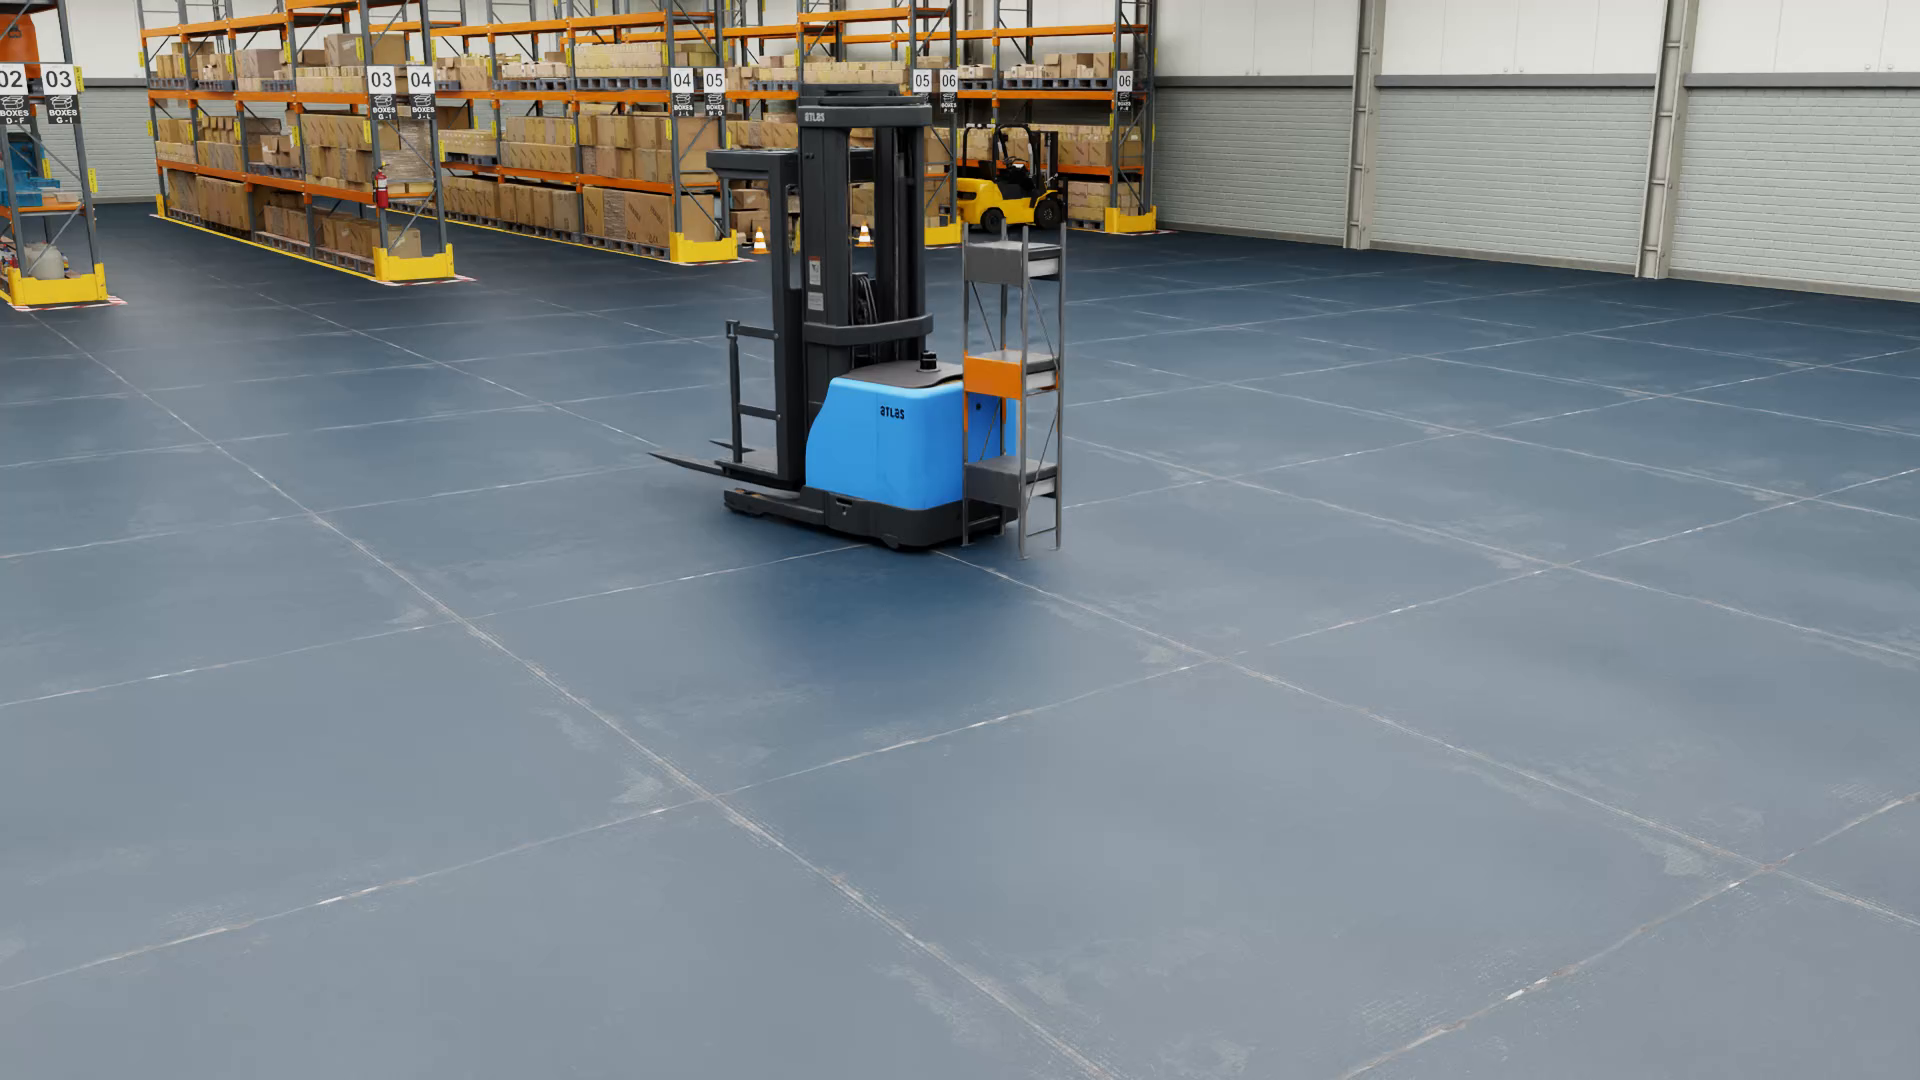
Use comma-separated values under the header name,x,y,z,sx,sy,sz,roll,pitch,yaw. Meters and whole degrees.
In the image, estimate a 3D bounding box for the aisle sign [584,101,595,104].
name,x,y,z,sx,sy,sz,roll,pitch,yaw
aisle sign,-9.693,-11.821,43.659,0.394,0.787,0.004,-11,19,-35

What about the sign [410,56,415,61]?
name,x,y,z,sx,sy,sz,roll,pitch,yaw
sign,-13.386,-11.669,40.671,0.100,0.325,0.005,-11,19,-35

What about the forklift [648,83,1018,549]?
name,x,y,z,sx,sy,sz,roll,pitch,yaw
forklift,-1.035,-1.662,11.595,3.031,2.935,1.130,13,20,40

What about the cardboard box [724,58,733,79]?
name,x,y,z,sx,sy,sz,roll,pitch,yaw
cardboard box,-5.542,-10.552,37.273,0.797,0.503,0.637,-12,20,-38

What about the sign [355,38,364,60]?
name,x,y,z,sx,sy,sz,roll,pitch,yaw
sign,-8.971,-7.341,24.855,0.100,0.325,0.005,-11,19,-35

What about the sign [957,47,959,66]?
name,x,y,z,sx,sy,sz,roll,pitch,yaw
sign,-0.055,-9.040,31.084,0.100,0.325,0.005,-11,19,-35

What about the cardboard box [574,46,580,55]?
name,x,y,z,sx,sy,sz,roll,pitch,yaw
cardboard box,-6.852,-8.982,30.509,0.380,0.149,0.250,-11,19,-34

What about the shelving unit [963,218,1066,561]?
name,x,y,z,sx,sy,sz,roll,pitch,yaw
shelving unit,0.339,-0.961,10.610,0.503,2.100,0.431,13,20,40

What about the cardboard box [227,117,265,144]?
name,x,y,z,sx,sy,sz,roll,pitch,yaw
cardboard box,-14.012,-8.087,32.853,0.797,0.503,0.637,-10,18,-33

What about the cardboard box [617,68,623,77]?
name,x,y,z,sx,sy,sz,roll,pitch,yaw
cardboard box,-5.805,-8.218,29.227,0.380,0.149,0.250,-11,19,-34

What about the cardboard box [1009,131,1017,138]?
name,x,y,z,sx,sy,sz,roll,pitch,yaw
cardboard box,1.295,-8.910,36.528,0.380,0.149,0.250,-10,18,-33

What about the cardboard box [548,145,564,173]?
name,x,y,z,sx,sy,sz,roll,pitch,yaw
cardboard box,-7.611,-7.377,32.159,0.500,0.500,0.500,-11,19,-35

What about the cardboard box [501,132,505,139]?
name,x,y,z,sx,sy,sz,roll,pitch,yaw
cardboard box,-9.558,-8.612,35.415,0.380,0.149,0.250,-11,19,-35

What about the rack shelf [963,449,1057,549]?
name,x,y,z,sx,sy,sz,roll,pitch,yaw
rack shelf,0.339,-0.273,10.798,0.480,0.518,0.431,13,20,40

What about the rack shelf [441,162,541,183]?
name,x,y,z,sx,sy,sz,roll,pitch,yaw
rack shelf,-10.319,-8.085,36.298,1.077,0.370,4.000,-11,19,-35

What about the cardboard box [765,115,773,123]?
name,x,y,z,sx,sy,sz,roll,pitch,yaw
cardboard box,-3.896,-8.912,35.178,0.380,0.149,0.250,-12,19,-37

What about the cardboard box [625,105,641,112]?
name,x,y,z,sx,sy,sz,roll,pitch,yaw
cardboard box,-7.988,-10.509,40.479,0.380,0.149,0.250,-11,19,-36

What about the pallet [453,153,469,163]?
name,x,y,z,sx,sy,sz,roll,pitch,yaw
pallet,-10.340,-8.329,36.189,1.003,0.211,1.213,-11,19,-35

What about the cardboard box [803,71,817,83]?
name,x,y,z,sx,sy,sz,roll,pitch,yaw
cardboard box,-2.809,-9.323,33.494,0.500,0.250,0.500,-11,19,-36

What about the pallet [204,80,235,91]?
name,x,y,z,sx,sy,sz,roll,pitch,yaw
pallet,-14.295,-8.980,32.881,1.003,0.211,1.213,-10,18,-32

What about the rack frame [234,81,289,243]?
name,x,y,z,sx,sy,sz,roll,pitch,yaw
rack frame,-13.214,-7.257,31.909,1.000,3.000,0.127,-11,19,-35

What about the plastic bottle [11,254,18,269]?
name,x,y,z,sx,sy,sz,roll,pitch,yaw
plastic bottle,-13.991,-4.081,24.616,0.061,0.283,0.133,-11,19,-35

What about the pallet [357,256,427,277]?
name,x,y,z,sx,sy,sz,roll,pitch,yaw
pallet,-9.004,-4.399,26.749,1.003,0.211,1.213,-11,19,-35

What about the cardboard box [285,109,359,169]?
name,x,y,z,sx,sy,sz,roll,pitch,yaw
cardboard box,-11.216,-7.086,29.353,1.000,1.000,1.000,-11,19,-34

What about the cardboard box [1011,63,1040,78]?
name,x,y,z,sx,sy,sz,roll,pitch,yaw
cardboard box,1.459,-10.152,35.986,0.500,0.311,0.500,-10,18,-33

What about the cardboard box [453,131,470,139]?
name,x,y,z,sx,sy,sz,roll,pitch,yaw
cardboard box,-10.712,-8.739,35.878,0.380,0.149,0.250,-10,18,-33

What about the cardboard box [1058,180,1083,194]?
name,x,y,z,sx,sy,sz,roll,pitch,yaw
cardboard box,2.386,-7.481,35.246,0.500,0.250,0.500,-11,19,-34

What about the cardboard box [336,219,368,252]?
name,x,y,z,sx,sy,sz,roll,pitch,yaw
cardboard box,-10.316,-5.187,28.285,0.500,0.500,0.500,-5,16,-17

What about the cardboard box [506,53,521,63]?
name,x,y,z,sx,sy,sz,roll,pitch,yaw
cardboard box,-9.461,-10.109,35.007,0.396,0.266,0.258,-11,19,-35

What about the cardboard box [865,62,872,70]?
name,x,y,z,sx,sy,sz,roll,pitch,yaw
cardboard box,-1.596,-9.112,31.969,0.380,0.149,0.250,-12,19,-36

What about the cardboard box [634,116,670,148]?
name,x,y,z,sx,sy,sz,roll,pitch,yaw
cardboard box,-5.243,-7.219,29.441,0.875,0.550,0.550,-11,19,-35

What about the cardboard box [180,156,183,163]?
name,x,y,z,sx,sy,sz,roll,pitch,yaw
cardboard box,-16.616,-8.224,35.918,0.380,0.149,0.250,-10,18,-34

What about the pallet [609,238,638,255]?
name,x,y,z,sx,sy,sz,roll,pitch,yaw
pallet,-5.685,-5.371,30.300,1.003,0.211,1.213,-11,19,-35

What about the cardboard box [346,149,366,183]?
name,x,y,z,sx,sy,sz,roll,pitch,yaw
cardboard box,-9.202,-5.950,26.382,0.875,0.500,0.500,-11,19,-35

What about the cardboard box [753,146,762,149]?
name,x,y,z,sx,sy,sz,roll,pitch,yaw
cardboard box,-4.246,-8.426,35.859,0.380,0.149,0.250,-10,18,-33

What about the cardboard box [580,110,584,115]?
name,x,y,z,sx,sy,sz,roll,pitch,yaw
cardboard box,-9.541,-10.778,42.690,0.500,0.500,0.500,-11,19,-36

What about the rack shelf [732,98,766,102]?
name,x,y,z,sx,sy,sz,roll,pitch,yaw
rack shelf,-4.713,-11.948,44.727,1.077,0.370,4.000,-11,19,-35

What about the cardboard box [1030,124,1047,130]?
name,x,y,z,sx,sy,sz,roll,pitch,yaw
cardboard box,1.741,-8.886,35.878,0.380,0.149,0.250,-11,19,-35

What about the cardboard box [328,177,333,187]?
name,x,y,z,sx,sy,sz,roll,pitch,yaw
cardboard box,-10.224,-5.926,27.522,0.380,0.149,0.250,-11,19,-35

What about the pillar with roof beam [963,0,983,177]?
name,x,y,z,sx,sy,sz,roll,pitch,yaw
pillar with roof beam,-3.172,-11.653,36.608,9.100,9.000,0.400,-11,19,-35

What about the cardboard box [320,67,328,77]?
name,x,y,z,sx,sy,sz,roll,pitch,yaw
cardboard box,-10.123,-7.580,26.935,0.380,0.149,0.250,-11,19,-36

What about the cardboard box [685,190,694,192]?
name,x,y,z,sx,sy,sz,roll,pitch,yaw
cardboard box,-6.058,-8.325,39.038,0.875,0.875,0.875,-11,19,-34

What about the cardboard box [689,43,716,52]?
name,x,y,z,sx,sy,sz,roll,pitch,yaw
cardboard box,-4.378,-8.379,28.306,0.380,0.149,0.250,-11,19,-34

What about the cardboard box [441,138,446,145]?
name,x,y,z,sx,sy,sz,roll,pitch,yaw
cardboard box,-11.176,-8.763,36.529,0.380,0.149,0.250,-12,19,-37

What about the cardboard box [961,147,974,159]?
name,x,y,z,sx,sy,sz,roll,pitch,yaw
cardboard box,0.359,-8.814,37.880,0.500,0.250,0.500,-11,19,-35

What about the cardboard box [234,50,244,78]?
name,x,y,z,sx,sy,sz,roll,pitch,yaw
cardboard box,-13.146,-8.853,30.921,0.500,0.500,0.500,-11,19,-34

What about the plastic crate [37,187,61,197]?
name,x,y,z,sx,sy,sz,roll,pitch,yaw
plastic crate,-13.709,-5.200,24.891,0.530,0.136,0.437,-11,19,-35

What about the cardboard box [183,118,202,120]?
name,x,y,z,sx,sy,sz,roll,pitch,yaw
cardboard box,-17.419,-9.335,37.801,0.500,0.500,0.500,-11,19,-34

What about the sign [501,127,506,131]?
name,x,y,z,sx,sy,sz,roll,pitch,yaw
sign,-13.311,-11.840,48.141,0.327,0.218,0.001,-11,19,-35

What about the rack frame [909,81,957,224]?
name,x,y,z,sx,sy,sz,roll,pitch,yaw
rack frame,-0.494,-7.087,31.288,1.000,3.000,0.127,-11,19,-35

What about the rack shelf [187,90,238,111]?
name,x,y,z,sx,sy,sz,roll,pitch,yaw
rack shelf,-14.390,-8.784,33.168,1.077,0.370,4.000,-11,19,-35
